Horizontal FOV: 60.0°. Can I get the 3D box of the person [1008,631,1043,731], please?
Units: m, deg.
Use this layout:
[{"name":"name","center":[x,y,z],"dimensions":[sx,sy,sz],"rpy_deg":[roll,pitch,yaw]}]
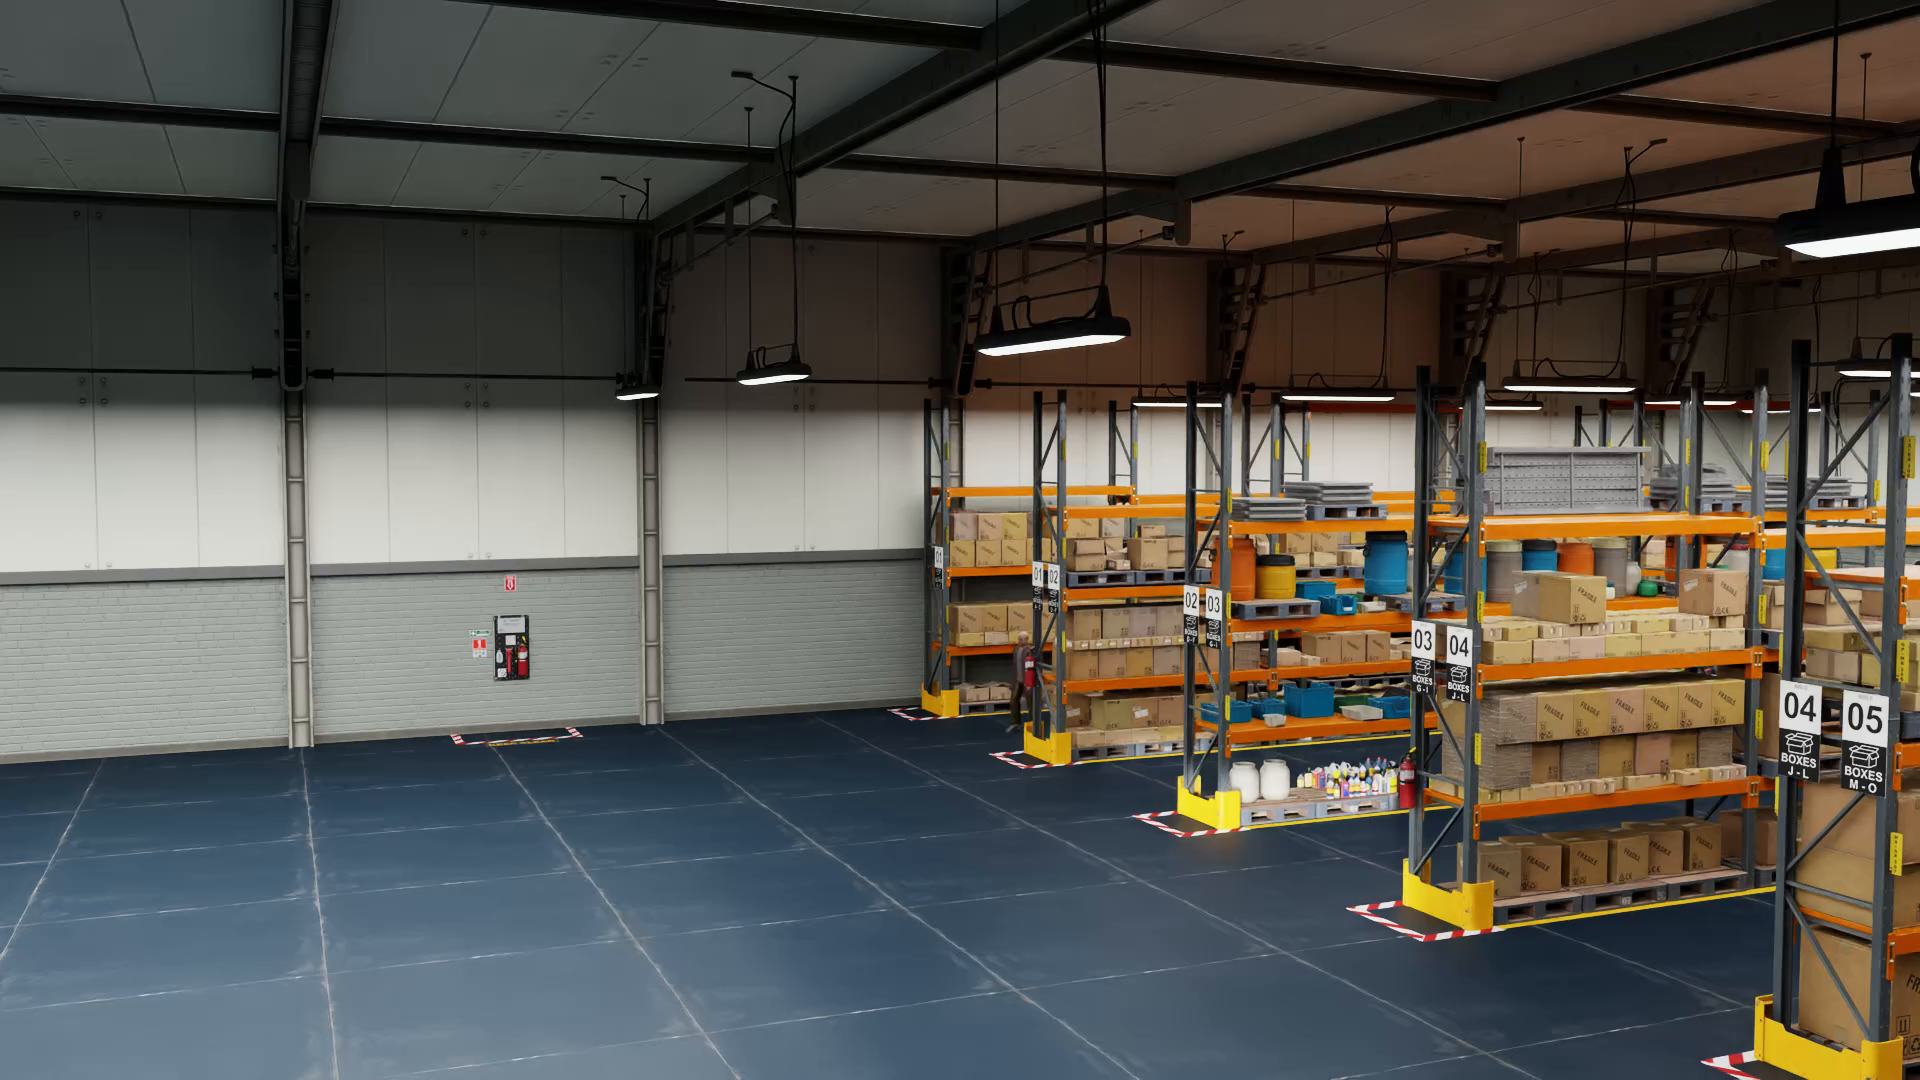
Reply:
[{"name":"person","center":[1.200,2.532,29.773],"dimensions":[0.657,1.795,0.642],"rpy_deg":[-2,4,-27]}]
